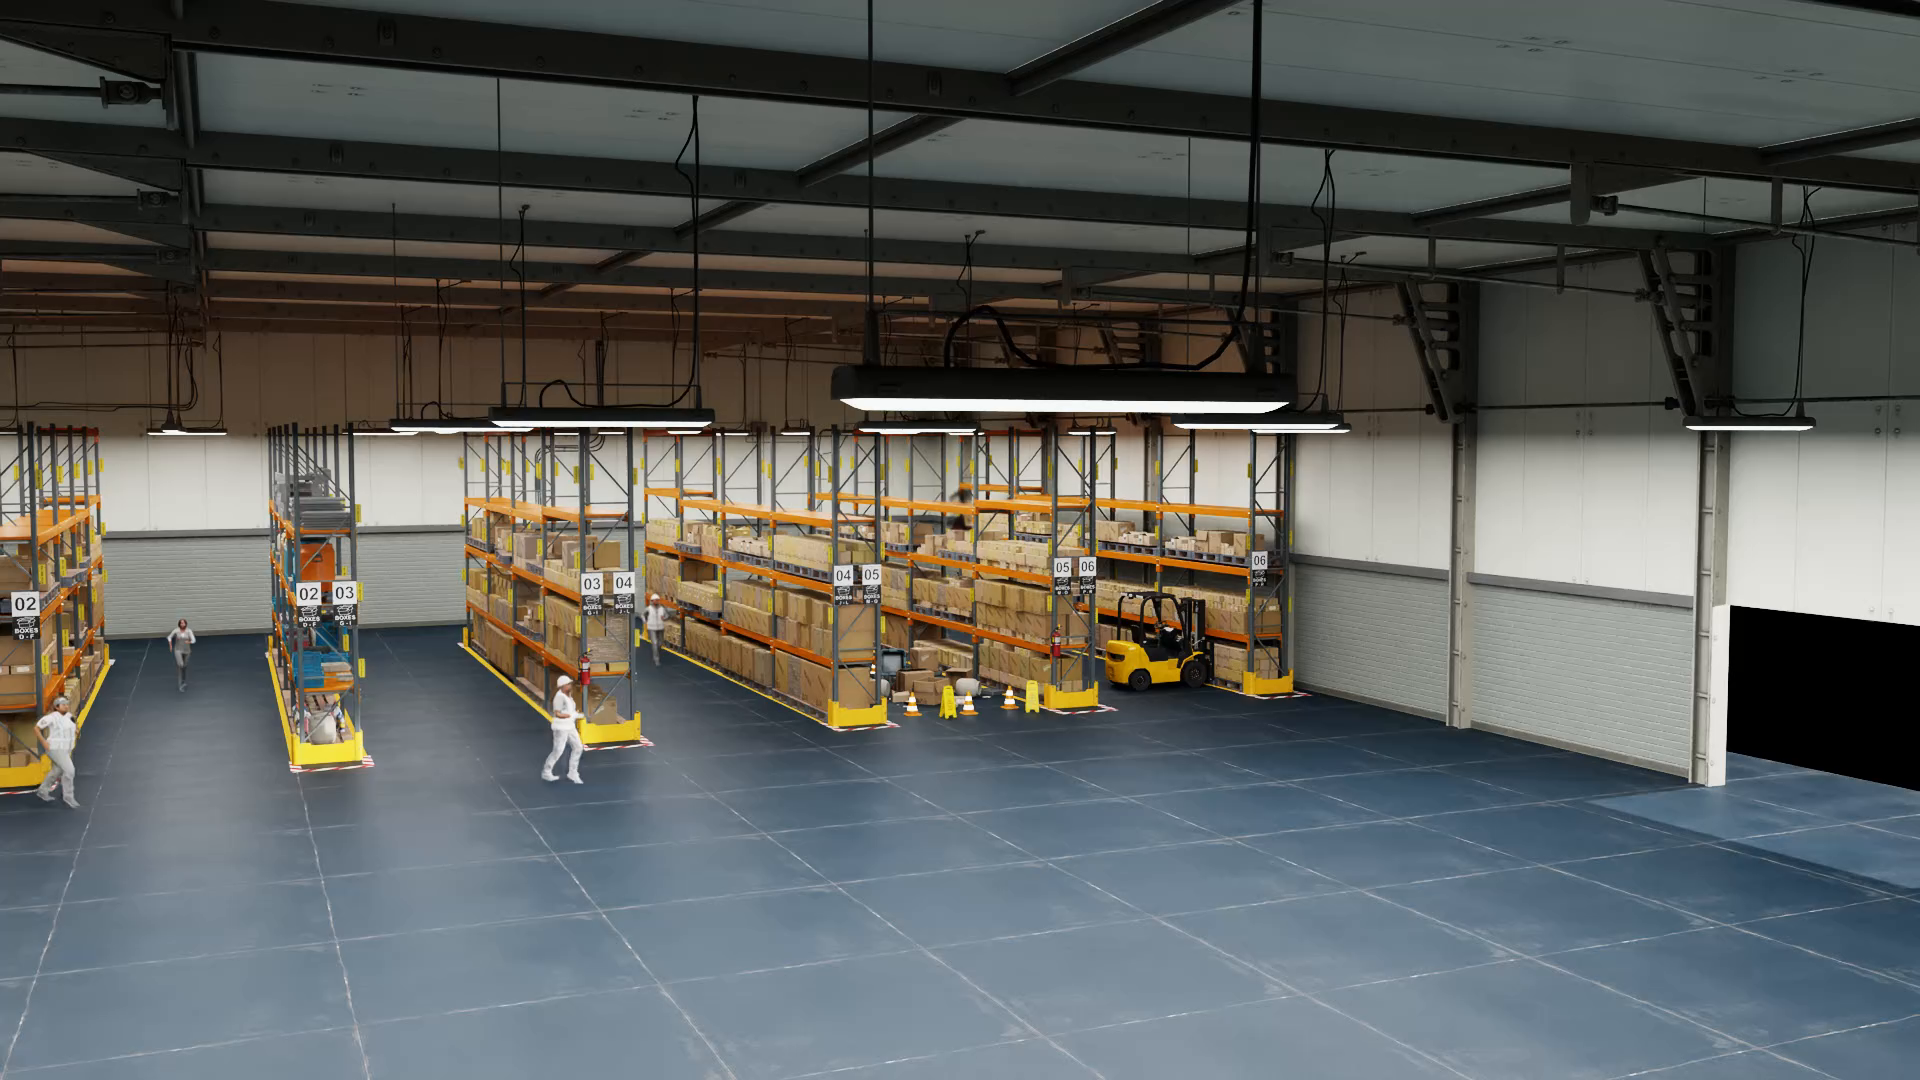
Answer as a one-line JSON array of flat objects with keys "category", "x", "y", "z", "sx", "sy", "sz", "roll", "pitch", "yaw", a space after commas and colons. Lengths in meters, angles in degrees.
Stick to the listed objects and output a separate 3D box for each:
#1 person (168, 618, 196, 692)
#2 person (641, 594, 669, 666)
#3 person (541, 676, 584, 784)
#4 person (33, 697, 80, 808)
[{"category": "person", "x": -17.719, "y": 2.608, "z": 37.909, "sx": 0.526, "sy": 1.605, "sz": 0.724, "roll": -3, "pitch": 4, "yaw": -37}, {"category": "person", "x": -7.676, "y": 2.250, "z": 41.984, "sx": 0.656, "sy": 1.758, "sz": 0.970, "roll": -2, "pitch": 4, "yaw": -27}, {"category": "person", "x": -6.558, "y": 3.166, "z": 27.502, "sx": 0.778, "sy": 1.848, "sz": 0.663, "roll": 1, "pitch": 4, "yaw": 9}, {"category": "person", "x": -14.054, "y": 3.298, "z": 25.989, "sx": 0.778, "sy": 1.701, "sz": 0.604, "roll": 0, "pitch": 3, "yaw": 4}]
